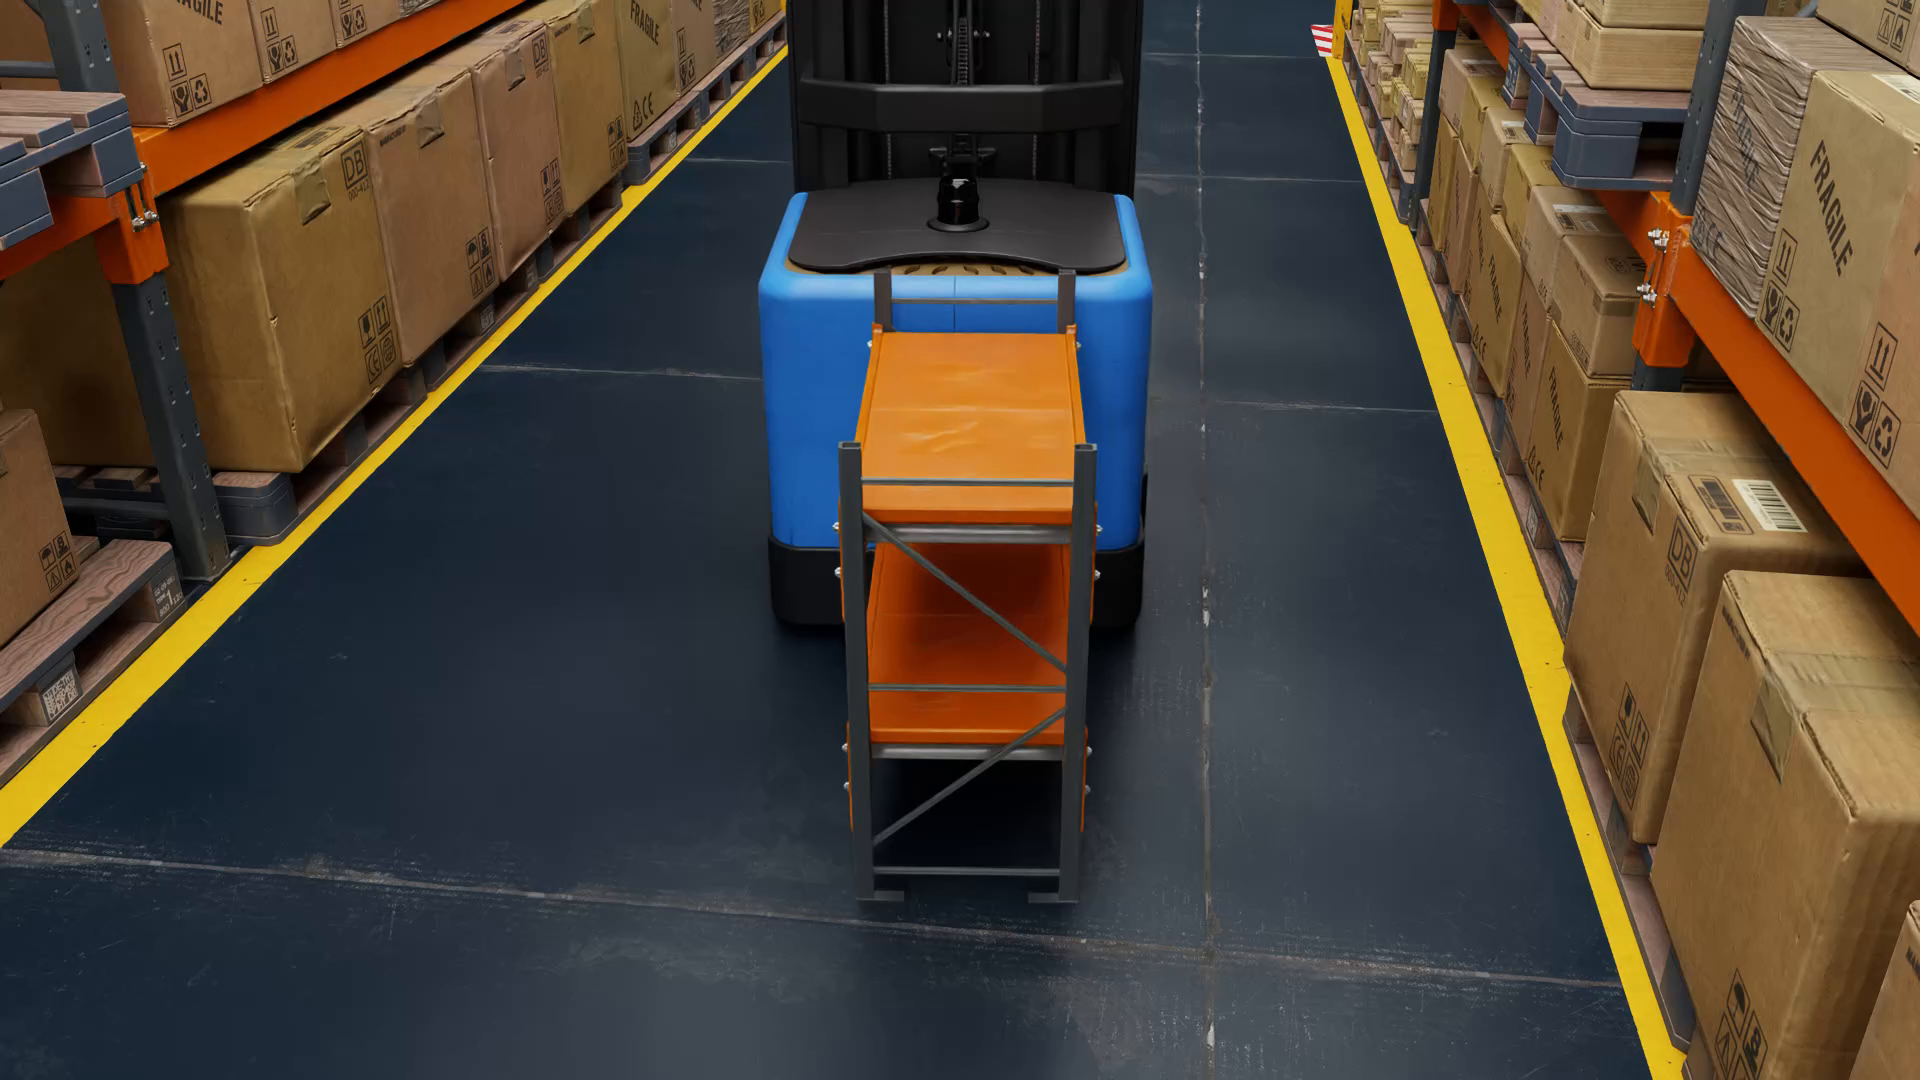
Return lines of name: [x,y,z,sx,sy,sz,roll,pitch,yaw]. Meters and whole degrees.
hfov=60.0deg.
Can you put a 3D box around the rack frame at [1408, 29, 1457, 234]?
rack frame: [2.666,-2.790,7.267,1.000,3.000,0.127,3,28,6]

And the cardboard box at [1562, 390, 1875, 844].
cardboard box: [2.012,0.179,3.684,1.050,0.750,0.750,3,28,6]

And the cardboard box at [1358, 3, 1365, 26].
cardboard box: [2.748,-3.377,10.605,0.380,0.149,0.250,3,28,6]

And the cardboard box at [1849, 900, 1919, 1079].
cardboard box: [1.795,1.030,2.105,1.050,0.750,0.750,3,28,6]

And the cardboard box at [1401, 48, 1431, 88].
cardboard box: [2.467,-2.405,8.487,0.380,0.149,0.250,3,28,6]

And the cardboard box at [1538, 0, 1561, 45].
cardboard box: [1.844,-1.479,4.654,0.380,0.149,0.250,4,29,7]

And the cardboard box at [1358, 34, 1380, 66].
cardboard box: [2.660,-3.016,10.248,0.380,0.149,0.250,4,29,7]

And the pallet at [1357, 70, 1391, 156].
pallet: [2.860,-2.457,9.588,1.003,0.211,1.213,3,28,6]

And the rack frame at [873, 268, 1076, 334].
rack frame: [0.036,-0.169,4.378,0.500,1.125,0.032,1,28,1]

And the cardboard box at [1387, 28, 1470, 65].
cardboard box: [2.517,-2.655,8.952,0.380,0.149,0.250,2,28,4]

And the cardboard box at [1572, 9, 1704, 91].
cardboard box: [1.780,-1.241,4.213,0.380,0.149,0.250,4,29,7]

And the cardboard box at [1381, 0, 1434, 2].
cardboard box: [2.691,-3.139,9.849,0.380,0.149,0.250,4,29,8]

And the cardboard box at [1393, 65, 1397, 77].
cardboard box: [2.618,-2.632,9.221,0.380,0.149,0.250,2,28,4]

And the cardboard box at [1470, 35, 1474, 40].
cardboard box: [3.178,-3.104,10.098,0.380,0.149,0.250,3,28,6]

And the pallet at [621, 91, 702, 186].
pallet: [-2.073,-2.252,9.208,1.003,0.211,1.213,3,28,6]

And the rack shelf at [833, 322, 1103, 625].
rack shelf: [0.025,-0.186,3.792,0.538,0.278,1.000,1,28,1]

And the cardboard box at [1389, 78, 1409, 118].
cardboard box: [2.425,-2.273,8.556,0.380,0.149,0.250,2,28,4]

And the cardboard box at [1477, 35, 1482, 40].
cardboard box: [3.062,-2.753,9.132,0.380,0.149,0.250,2,28,4]

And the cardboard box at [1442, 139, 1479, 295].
cardboard box: [2.249,-1.293,6.681,0.500,0.500,0.500,5,29,8]

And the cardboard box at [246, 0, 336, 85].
cardboard box: [-2.344,-1.743,5.218,0.500,0.500,0.500,3,28,5]

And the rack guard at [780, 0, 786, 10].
rack guard: [-1.751,-3.920,11.999,1.175,0.500,0.348,3,28,6]

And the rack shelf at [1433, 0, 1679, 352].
rack shelf: [2.421,-1.532,5.690,1.077,0.370,4.000,3,28,6]

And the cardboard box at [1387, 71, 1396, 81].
cardboard box: [2.601,-2.531,9.348,0.380,0.149,0.250,4,29,7]

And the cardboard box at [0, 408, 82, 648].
cardboard box: [-2.796,-0.020,4.296,0.700,0.500,0.500,2,28,4]

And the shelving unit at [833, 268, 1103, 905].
shelving unit: [0.025,0.072,3.931,0.538,1.125,1.048,1,28,1]

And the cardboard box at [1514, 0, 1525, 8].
cardboard box: [1.909,-1.723,5.107,0.380,0.149,0.250,2,28,4]

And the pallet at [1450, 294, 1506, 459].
pallet: [2.425,-0.620,6.179,1.003,0.211,1.213,3,28,6]

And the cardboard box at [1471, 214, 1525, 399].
cardboard box: [2.113,-0.811,5.785,0.500,0.500,0.500,2,28,4]

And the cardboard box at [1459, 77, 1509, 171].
cardboard box: [2.251,-1.622,6.500,0.500,0.250,0.500,4,29,8]

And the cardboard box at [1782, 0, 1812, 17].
cardboard box: [2.497,-1.434,4.571,0.380,0.149,0.250,5,29,9]

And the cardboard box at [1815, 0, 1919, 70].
cardboard box: [2.111,-1.181,3.120,0.700,0.500,0.500,3,28,6]

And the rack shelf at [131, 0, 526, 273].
rack shelf: [-2.489,-1.868,6.313,1.077,0.370,4.000,3,28,6]

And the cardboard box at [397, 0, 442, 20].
cardboard box: [-2.221,-2.220,6.102,0.500,0.500,0.500,3,29,6]

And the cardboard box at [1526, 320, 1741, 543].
cardboard box: [1.997,-0.317,4.868,0.500,0.500,0.500,3,28,6]

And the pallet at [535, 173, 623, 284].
pallet: [-2.264,-1.531,7.869,1.003,0.211,1.213,3,28,6]

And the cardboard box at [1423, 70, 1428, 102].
cardboard box: [2.451,-2.165,8.041,0.380,0.149,0.250,4,29,8]

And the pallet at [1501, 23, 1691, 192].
pallet: [2.158,-1.165,4.452,1.213,0.211,1.003,3,28,6]

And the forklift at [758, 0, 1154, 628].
forklift: [0.019,-1.704,5.322,1.130,2.935,3.031,1,28,1]

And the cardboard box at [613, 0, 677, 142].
cardboard box: [-2.084,-2.682,8.863,0.875,0.875,0.875,3,28,6]

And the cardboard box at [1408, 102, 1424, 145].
cardboard box: [2.389,-2.018,8.082,0.380,0.149,0.250,4,29,7]

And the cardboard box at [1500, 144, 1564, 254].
cardboard box: [2.129,-1.136,5.598,0.500,0.250,0.500,4,29,7]

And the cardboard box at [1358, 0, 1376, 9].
cardboard box: [2.682,-3.390,10.316,0.380,0.149,0.250,3,28,6]

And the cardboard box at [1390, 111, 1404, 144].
cardboard box: [2.459,-2.170,8.679,0.380,0.149,0.250,2,28,5]

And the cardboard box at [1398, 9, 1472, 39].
cardboard box: [2.677,-2.894,9.394,0.380,0.149,0.250,3,29,6]

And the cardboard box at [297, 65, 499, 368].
cardboard box: [-2.512,-1.236,6.178,1.225,0.875,0.875,3,29,6]

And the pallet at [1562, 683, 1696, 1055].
pallet: [2.005,0.687,3.753,1.003,0.211,1.213,3,28,6]

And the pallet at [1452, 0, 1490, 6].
pallet: [2.428,-2.355,6.660,1.003,0.211,1.213,3,28,6]

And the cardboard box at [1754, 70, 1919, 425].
cardboard box: [1.794,-0.516,2.941,0.500,0.500,0.500,3,28,6]

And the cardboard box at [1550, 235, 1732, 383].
cardboard box: [2.000,-0.659,4.713,0.500,0.250,0.500,3,28,5]

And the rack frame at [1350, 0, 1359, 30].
rack frame: [3.156,-4.673,10.762,1.000,3.000,0.127,3,28,6]

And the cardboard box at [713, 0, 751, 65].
cardboard box: [-1.865,-3.524,10.427,0.875,0.875,0.875,3,28,6]

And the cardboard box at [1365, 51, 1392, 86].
cardboard box: [2.606,-2.778,9.807,0.380,0.149,0.250,2,28,4]

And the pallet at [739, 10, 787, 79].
pallet: [-1.774,-3.400,11.339,1.003,0.211,1.213,3,28,6]

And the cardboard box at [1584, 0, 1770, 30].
cardboard box: [1.785,-1.372,4.142,0.380,0.149,0.250,4,29,7]

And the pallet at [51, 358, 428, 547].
pallet: [-2.563,-0.382,5.737,1.003,0.211,1.213,3,28,6]

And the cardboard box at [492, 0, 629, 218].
cardboard box: [-2.303,-2.073,7.733,1.225,0.875,0.875,3,29,6]

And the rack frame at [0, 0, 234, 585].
rack frame: [-2.734,-1.243,4.395,1.000,3.000,0.127,3,28,6]
